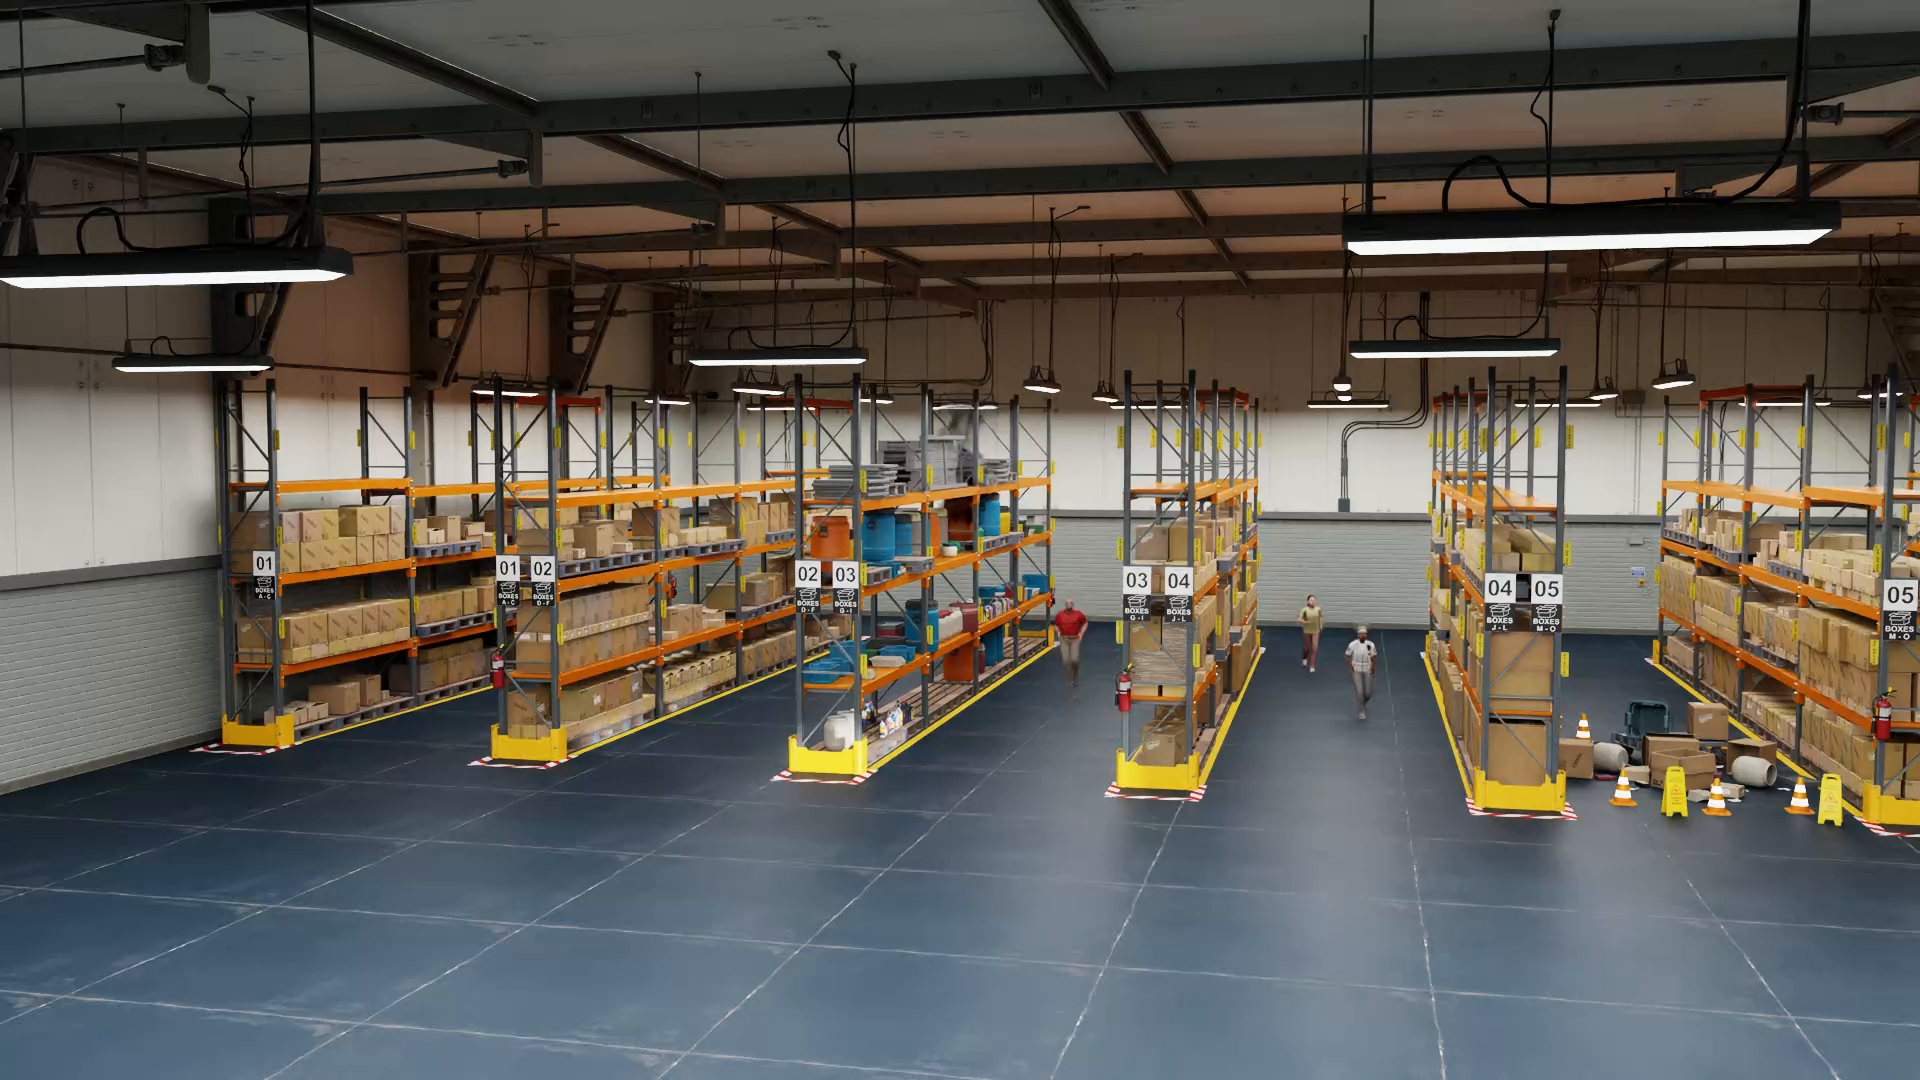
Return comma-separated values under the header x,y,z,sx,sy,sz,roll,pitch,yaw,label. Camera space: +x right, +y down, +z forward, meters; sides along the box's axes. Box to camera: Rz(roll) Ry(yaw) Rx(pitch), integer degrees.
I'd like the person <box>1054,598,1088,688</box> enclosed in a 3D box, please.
x,y,z,sx,sy,sz,roll,pitch,yaw,label
2.099,1.977,31.779,0.638,1.743,0.559,1,3,10,person

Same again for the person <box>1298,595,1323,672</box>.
x,y,z,sx,sy,sz,roll,pitch,yaw,label
7.577,2.006,35.973,0.561,1.644,0.853,0,3,1,person

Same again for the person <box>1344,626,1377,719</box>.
x,y,z,sx,sy,sz,roll,pitch,yaw,label
7.241,2.368,30.046,0.587,1.672,0.601,0,3,7,person
